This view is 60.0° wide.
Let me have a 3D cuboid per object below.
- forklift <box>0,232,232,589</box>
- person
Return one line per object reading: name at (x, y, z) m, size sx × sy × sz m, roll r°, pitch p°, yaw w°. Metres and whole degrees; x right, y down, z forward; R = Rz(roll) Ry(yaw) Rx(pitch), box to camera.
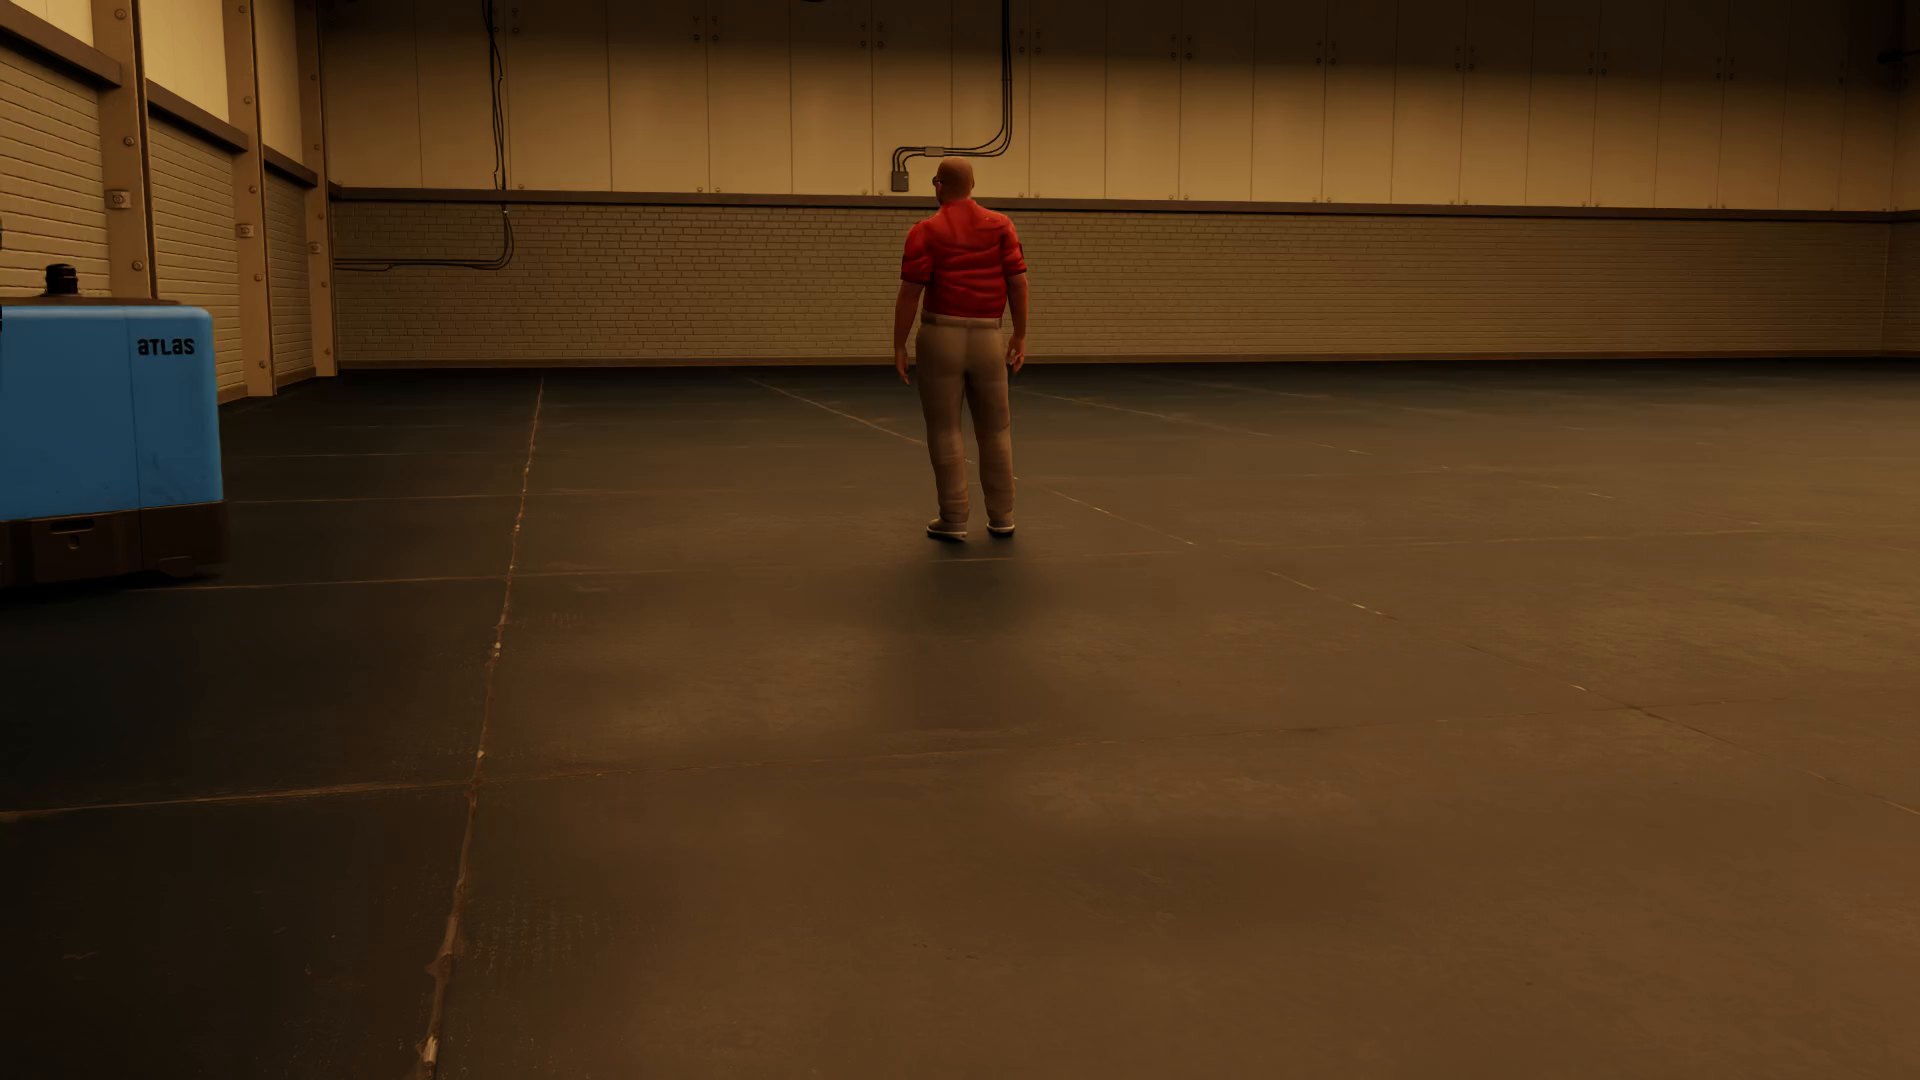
forklift at (-4.252, -1.190, 5.635) m, size 1.130 × 2.935 × 3.031 m, roll 7°, pitch 11°, yaw 41°
person at (-0.009, -0.875, 7.675) m, size 0.640 × 1.727 × 0.551 m, roll -2°, pitch 8°, yaw -13°
